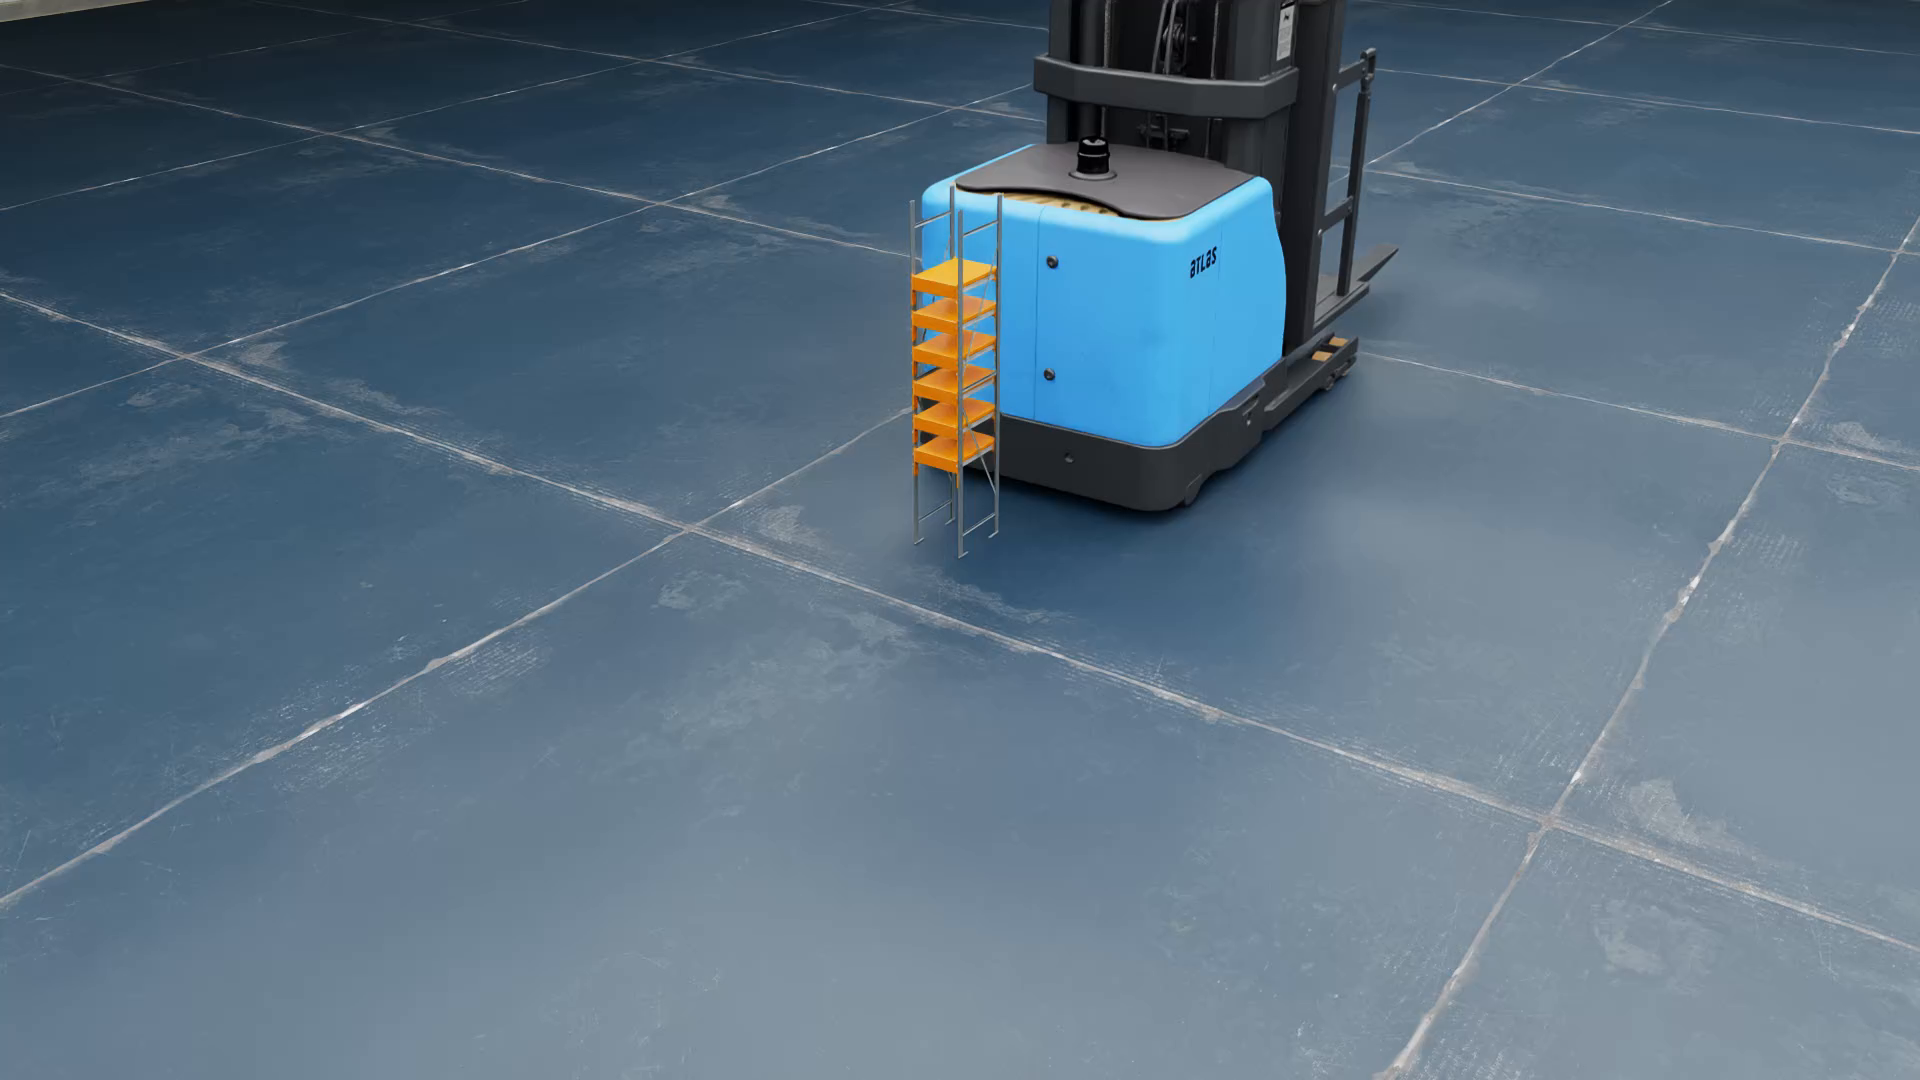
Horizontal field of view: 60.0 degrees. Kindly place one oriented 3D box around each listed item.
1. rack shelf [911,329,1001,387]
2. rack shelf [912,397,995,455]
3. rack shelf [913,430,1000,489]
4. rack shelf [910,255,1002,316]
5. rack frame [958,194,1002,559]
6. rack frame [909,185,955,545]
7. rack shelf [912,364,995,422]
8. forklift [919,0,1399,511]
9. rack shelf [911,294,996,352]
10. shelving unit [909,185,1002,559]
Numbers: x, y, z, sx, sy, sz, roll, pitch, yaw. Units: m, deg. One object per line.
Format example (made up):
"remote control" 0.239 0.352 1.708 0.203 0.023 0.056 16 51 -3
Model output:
"rack shelf" -0.012 -0.606 5.451 0.180 0.103 0.258 17 32 30
"rack shelf" -0.012 -0.392 5.560 0.180 0.103 0.258 17 32 30
"rack shelf" -0.012 -0.285 5.614 0.180 0.103 0.258 17 32 30
"rack shelf" -0.012 -0.820 5.342 0.180 0.103 0.258 17 32 30
"rack frame" 0.063 -0.515 5.439 0.006 1.200 0.240 17 32 30
"rack frame" -0.087 -0.562 5.531 0.006 1.200 0.240 17 32 30
"rack shelf" -0.012 -0.499 5.505 0.180 0.103 0.258 17 32 30
"forklift" 1.049 -2.032 6.512 1.130 2.935 3.031 16 31 28
"rack shelf" -0.012 -0.713 5.396 0.180 0.103 0.258 17 32 30
"shelving unit" -0.012 -0.538 5.485 0.189 1.200 0.258 17 32 30
